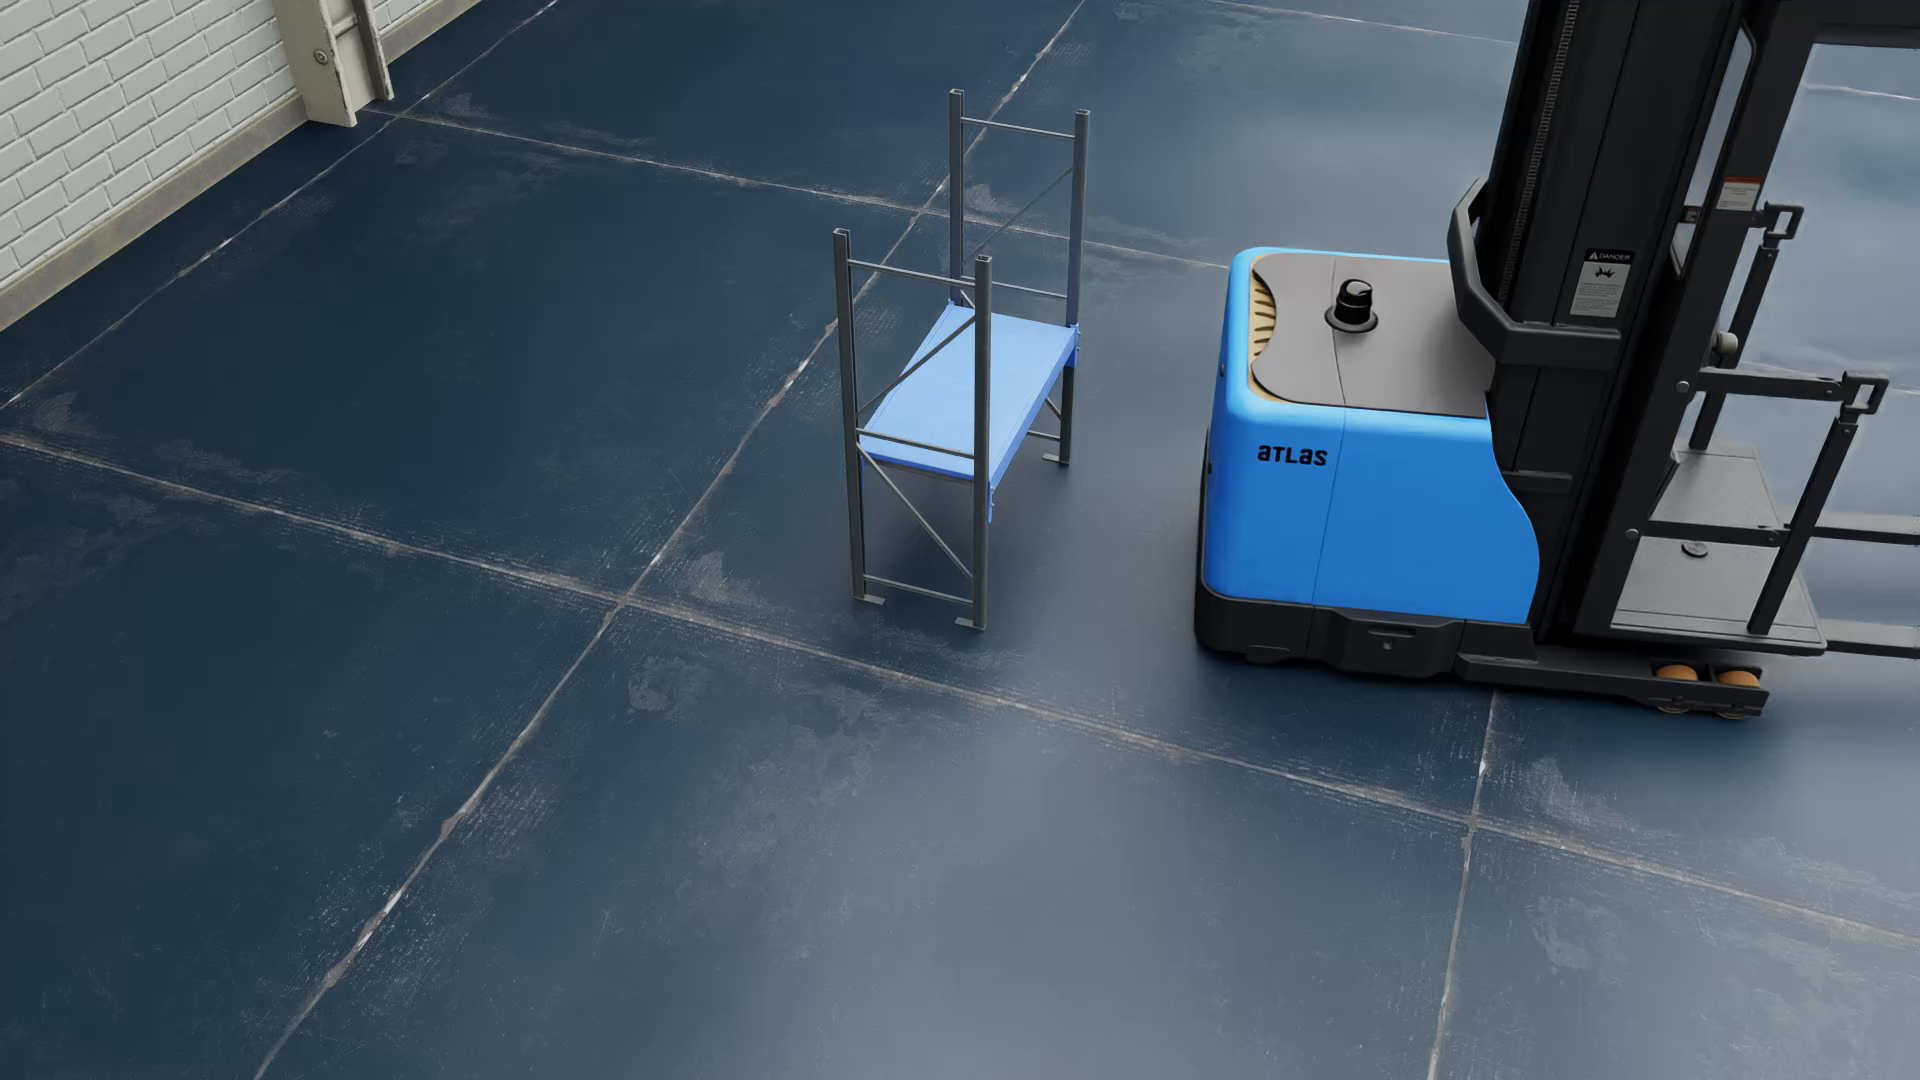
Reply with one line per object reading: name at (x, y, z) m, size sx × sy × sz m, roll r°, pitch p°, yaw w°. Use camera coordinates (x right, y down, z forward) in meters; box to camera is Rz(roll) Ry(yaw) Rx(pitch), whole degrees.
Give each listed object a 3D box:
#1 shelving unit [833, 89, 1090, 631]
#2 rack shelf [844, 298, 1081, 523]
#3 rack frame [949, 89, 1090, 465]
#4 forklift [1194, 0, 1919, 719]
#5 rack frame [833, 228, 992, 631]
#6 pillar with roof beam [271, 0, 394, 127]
shelving unit at (0.029, -0.623, 5.824) m, size 0.538 × 1.500 × 1.048 m, roll 13°, pitch 42°, yaw 15°
rack shelf at (0.029, -0.486, 5.941) m, size 0.538 × 0.185 × 1.000 m, roll 13°, pitch 42°, yaw 15°
rack frame at (0.203, -0.933, 6.188) m, size 0.500 × 1.500 × 0.032 m, roll 13°, pitch 42°, yaw 15°
forklift at (2.372, -0.889, 5.033) m, size 3.031 × 2.935 × 1.130 m, roll 5°, pitch 41°, yaw 6°
rack frame at (-0.145, -0.313, 5.461) m, size 0.500 × 1.500 × 0.032 m, roll 13°, pitch 42°, yaw 15°
pillar with roof beam at (0.743, -4.810, 4.954) m, size 9.100 × 9.000 × 0.400 m, roll 13°, pitch 42°, yaw 15°
